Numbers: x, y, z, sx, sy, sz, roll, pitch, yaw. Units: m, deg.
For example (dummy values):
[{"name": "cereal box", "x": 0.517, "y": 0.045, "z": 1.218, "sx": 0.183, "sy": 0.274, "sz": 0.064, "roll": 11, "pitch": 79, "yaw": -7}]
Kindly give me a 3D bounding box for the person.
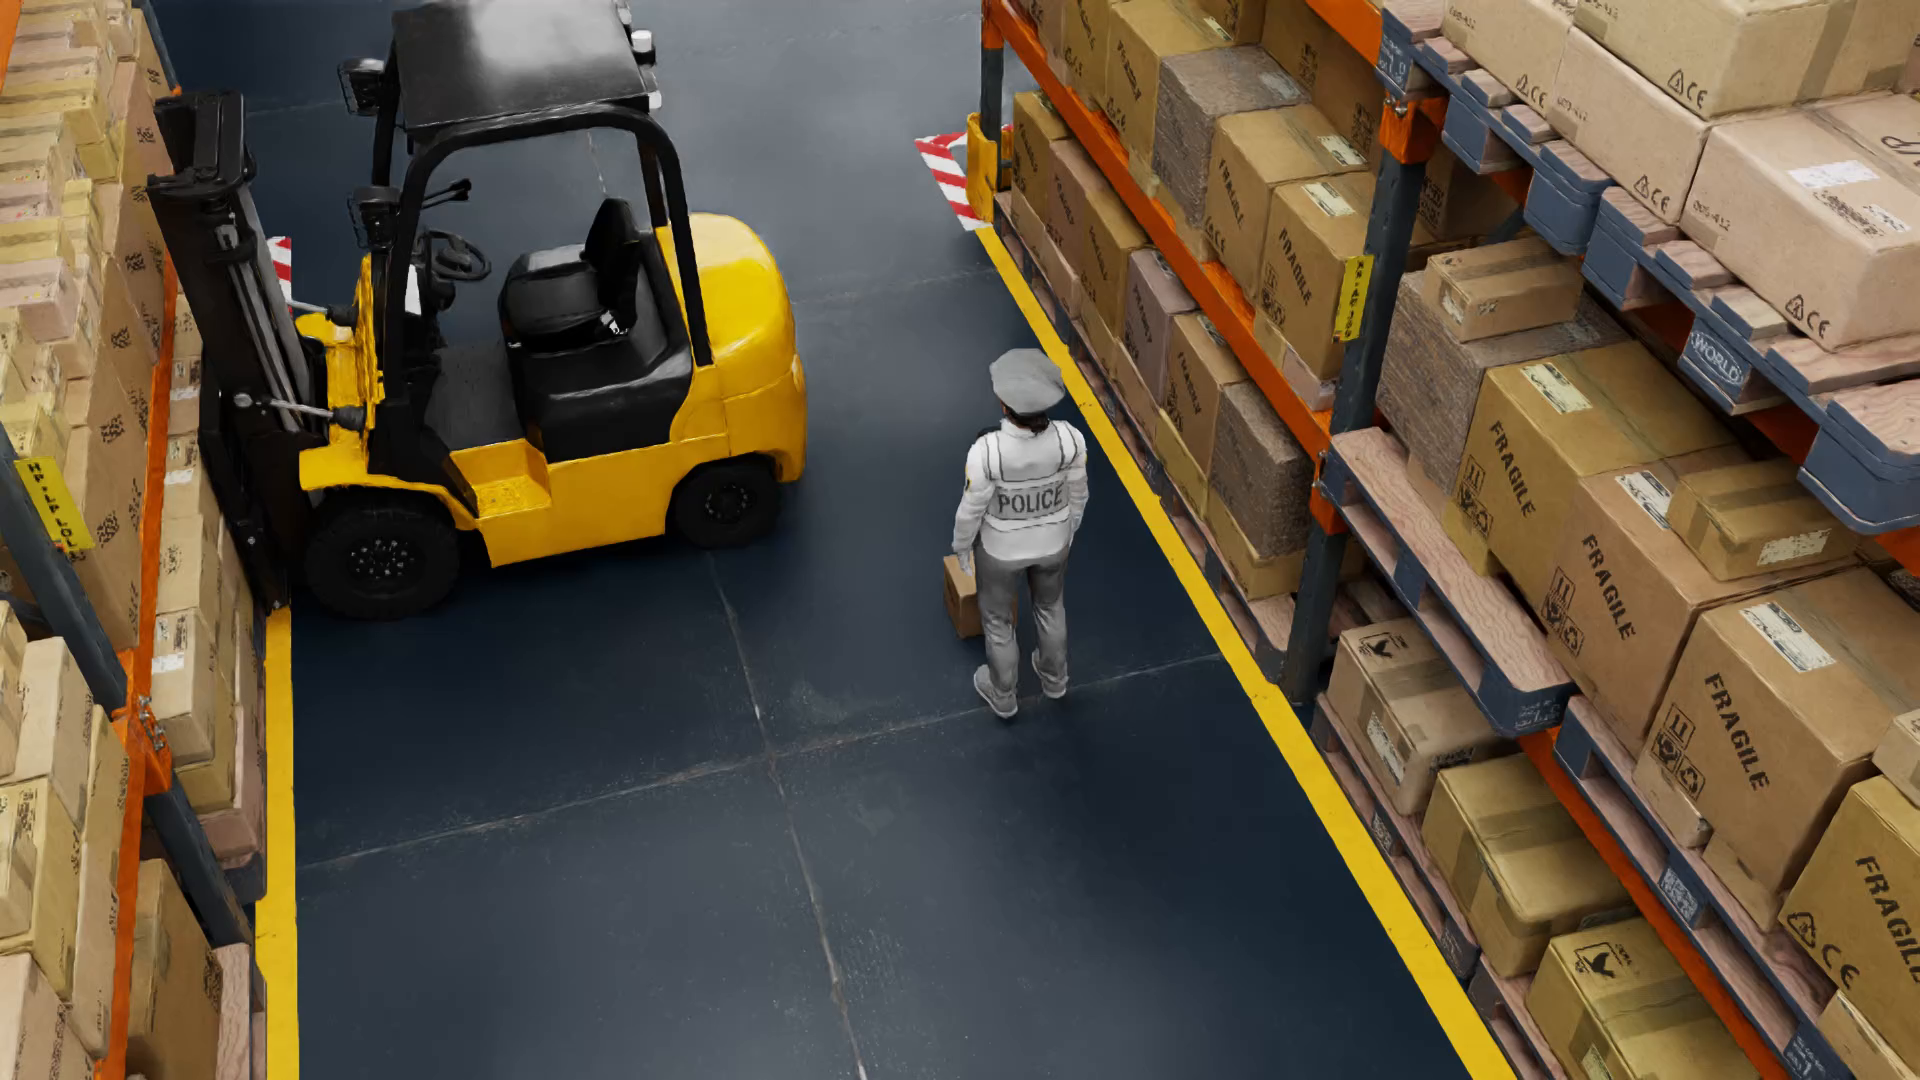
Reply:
[{"name": "person", "x": 0.210, "y": -0.006, "z": 6.147, "sx": 0.494, "sy": 1.691, "sz": 0.385, "roll": -11, "pitch": 44, "yaw": -12}]
